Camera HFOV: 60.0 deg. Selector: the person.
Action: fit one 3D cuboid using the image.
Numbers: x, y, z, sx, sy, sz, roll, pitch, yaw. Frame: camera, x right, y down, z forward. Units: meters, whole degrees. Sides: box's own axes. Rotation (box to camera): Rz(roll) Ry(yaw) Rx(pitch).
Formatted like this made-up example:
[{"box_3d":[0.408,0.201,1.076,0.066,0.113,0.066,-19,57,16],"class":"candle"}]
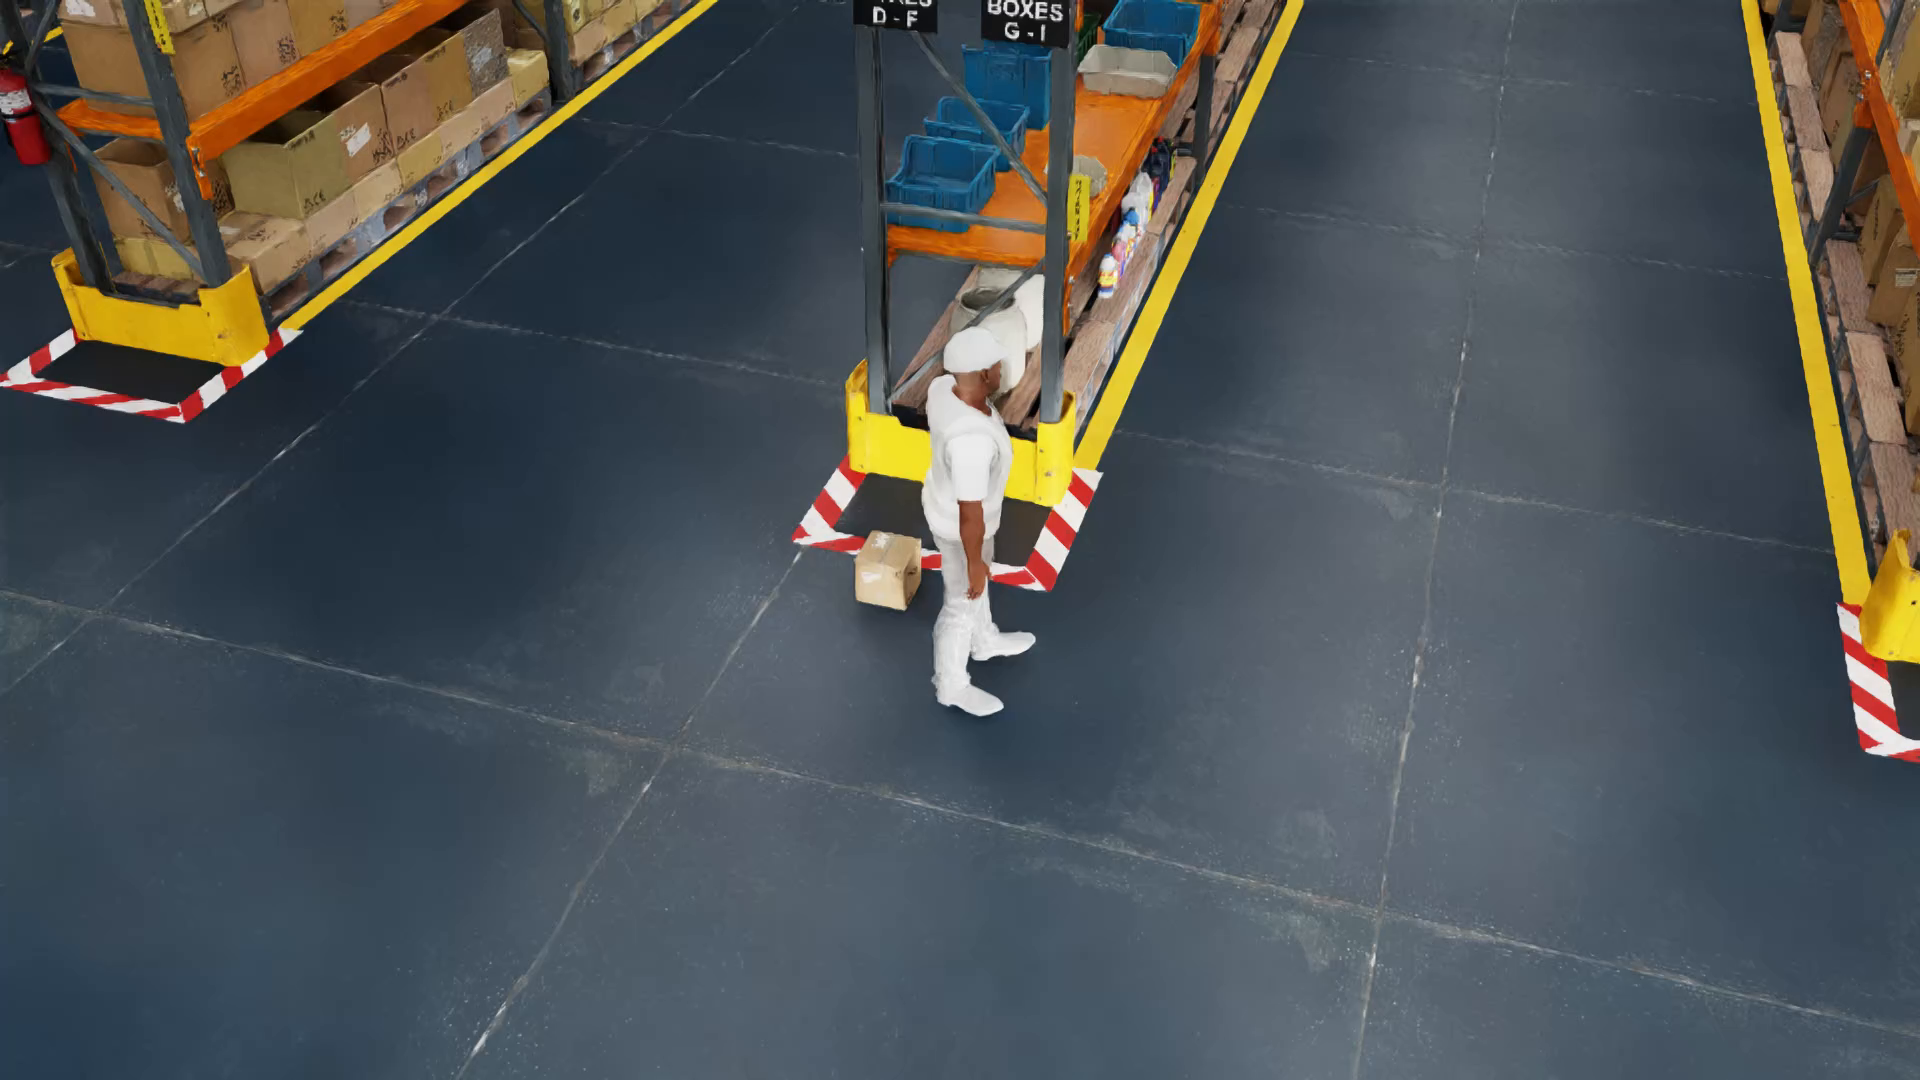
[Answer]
[{"box_3d":[0.113,-0.087,6.948,0.521,1.768,0.649,-6,37,-8],"class":"person"}]
